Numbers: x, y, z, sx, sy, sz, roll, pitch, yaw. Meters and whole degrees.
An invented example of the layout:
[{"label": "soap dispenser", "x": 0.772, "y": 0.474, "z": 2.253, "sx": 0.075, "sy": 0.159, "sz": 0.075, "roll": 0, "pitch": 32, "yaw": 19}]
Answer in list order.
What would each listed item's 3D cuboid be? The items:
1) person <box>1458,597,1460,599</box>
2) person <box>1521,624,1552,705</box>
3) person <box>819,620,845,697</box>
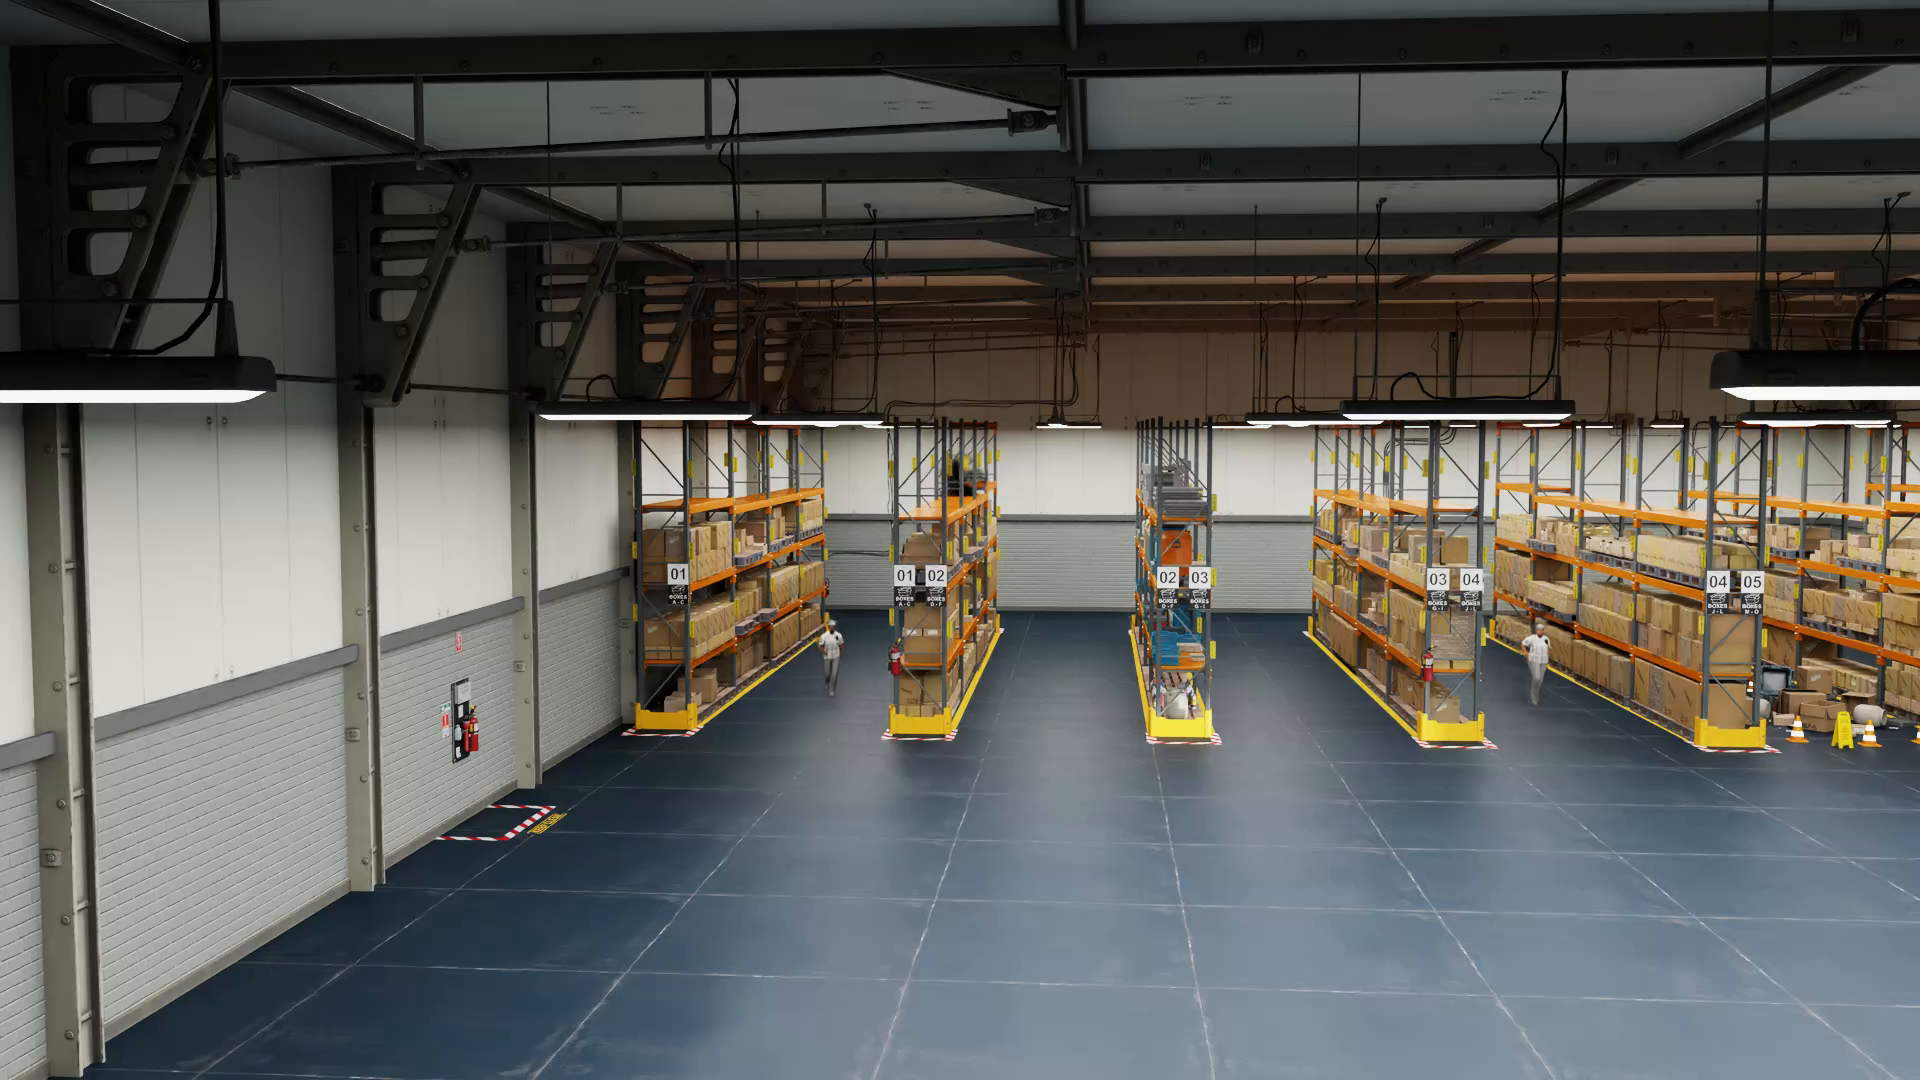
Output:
[{"label": "person", "x": 14.390, "y": 1.800, "z": 47.486, "sx": 0.566, "sy": 1.667, "sz": 0.761, "roll": 0, "pitch": 4, "yaw": 2}, {"label": "person", "x": 12.181, "y": 2.622, "z": 35.024, "sx": 0.581, "sy": 1.716, "sz": 0.718, "roll": -1, "pitch": 4, "yaw": -9}, {"label": "person", "x": -2.767, "y": 2.546, "z": 35.992, "sx": 0.572, "sy": 1.653, "sz": 0.569, "roll": 0, "pitch": 4, "yaw": -7}]
